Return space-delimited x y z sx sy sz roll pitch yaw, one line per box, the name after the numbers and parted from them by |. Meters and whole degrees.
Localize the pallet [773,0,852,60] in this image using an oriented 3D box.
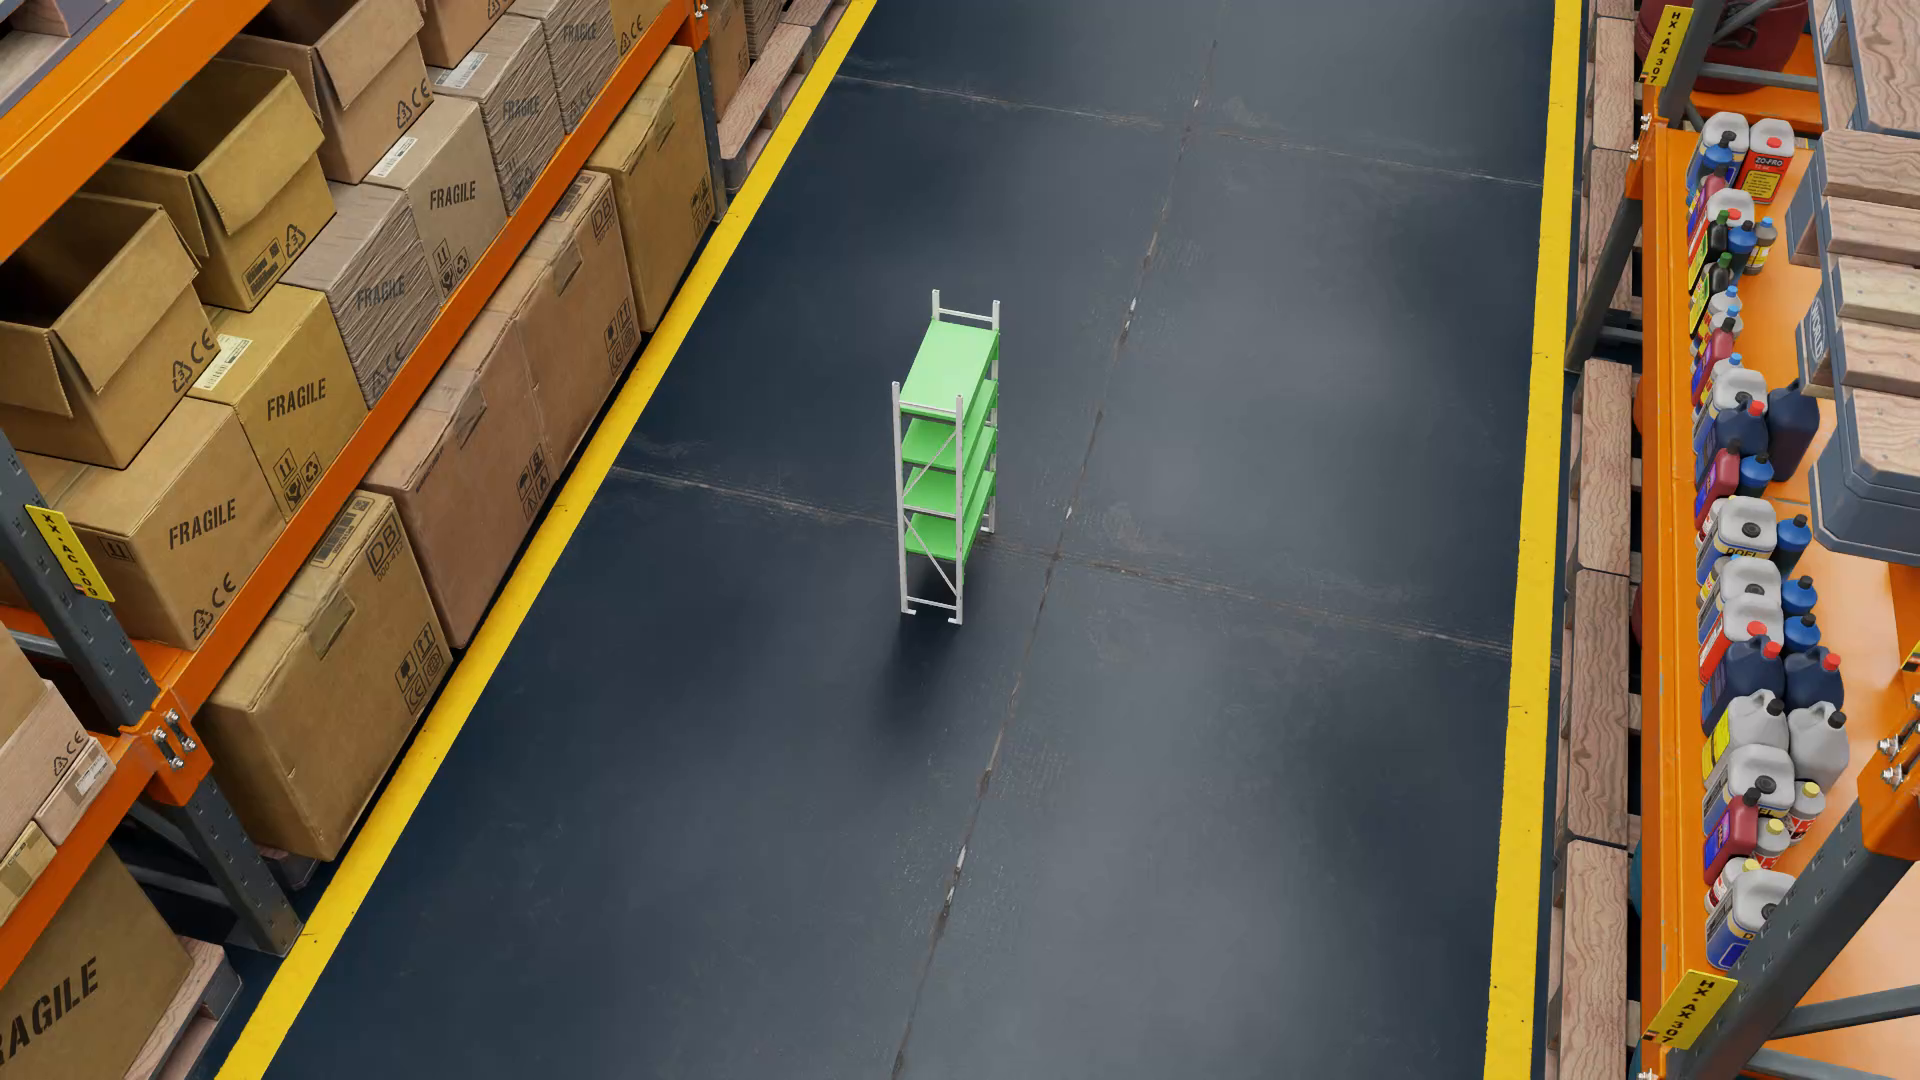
-1.094 -3.175 9.330 1.003 0.211 1.213 12 50 10 | pallet

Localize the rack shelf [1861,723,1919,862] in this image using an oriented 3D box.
1.575 1.909 1.462 1.077 0.370 4.000 12 50 10 | rack shelf

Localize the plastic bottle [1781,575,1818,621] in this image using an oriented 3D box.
2.282 0.196 4.581 0.097 0.271 0.097 0 49 0 | plastic bottle

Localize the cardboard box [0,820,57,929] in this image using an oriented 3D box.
-2.509 0.795 4.134 0.380 0.149 0.250 12 50 11 | cardboard box

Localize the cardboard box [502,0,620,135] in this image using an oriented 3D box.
-1.652 -1.921 6.297 0.500 0.500 0.500 11 50 10 | cardboard box

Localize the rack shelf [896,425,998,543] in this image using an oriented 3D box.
-0.044 -0.235 6.161 0.258 0.148 0.480 12 50 10 | rack shelf

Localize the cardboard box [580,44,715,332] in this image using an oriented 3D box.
-1.826 -1.594 7.212 1.225 0.875 0.875 9 49 8 | cardboard box

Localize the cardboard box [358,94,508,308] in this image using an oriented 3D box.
-1.921 -1.177 5.640 0.500 0.500 0.500 12 50 11 | cardboard box

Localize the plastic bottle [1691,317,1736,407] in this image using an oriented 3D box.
2.380 -0.561 5.241 0.061 0.283 0.133 12 50 10 | plastic bottle

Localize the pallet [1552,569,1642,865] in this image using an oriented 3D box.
2.663 0.705 5.906 1.003 0.211 1.213 12 50 10 | pallet

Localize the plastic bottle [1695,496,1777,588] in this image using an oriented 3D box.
2.218 0.015 4.737 0.152 0.276 0.135 12 50 10 | plastic bottle

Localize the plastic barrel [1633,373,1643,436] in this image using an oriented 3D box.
3.041 -0.740 6.488 0.600 0.830 0.708 12 50 10 | plastic barrel

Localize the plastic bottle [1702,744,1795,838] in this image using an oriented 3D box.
1.989 0.645 4.181 0.152 0.276 0.135 12 50 10 | plastic bottle

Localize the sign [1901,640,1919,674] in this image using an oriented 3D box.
1.571 0.112 2.563 0.100 0.325 0.005 12 50 10 | sign

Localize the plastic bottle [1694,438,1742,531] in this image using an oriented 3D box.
2.235 -0.163 4.890 0.061 0.283 0.133 12 50 10 | plastic bottle

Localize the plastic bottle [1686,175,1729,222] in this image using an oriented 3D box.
2.645 -1.212 5.870 0.097 0.201 0.097 0 49 0 | plastic bottle

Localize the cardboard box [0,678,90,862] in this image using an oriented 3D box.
-2.540 0.562 4.074 0.500 0.250 0.500 11 49 9 | cardboard box

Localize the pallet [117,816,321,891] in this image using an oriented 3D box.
-2.547 0.590 6.008 1.003 0.211 1.213 12 50 10 | pallet

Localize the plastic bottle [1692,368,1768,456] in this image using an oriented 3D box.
2.363 -0.383 5.089 0.152 0.276 0.135 12 50 10 | plastic bottle

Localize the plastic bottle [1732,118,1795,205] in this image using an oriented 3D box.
2.875 -1.356 5.947 0.152 0.276 0.135 12 50 10 | plastic bottle

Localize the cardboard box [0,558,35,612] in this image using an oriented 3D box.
-2.818 -0.185 4.765 0.500 0.500 0.500 12 50 10 | cardboard box

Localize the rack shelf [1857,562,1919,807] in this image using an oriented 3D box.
2.627 -0.984 4.016 1.077 0.370 4.000 12 50 10 | rack shelf

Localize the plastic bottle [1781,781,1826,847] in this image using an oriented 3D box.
2.114 0.681 4.200 0.097 0.201 0.097 0 49 0 | plastic bottle

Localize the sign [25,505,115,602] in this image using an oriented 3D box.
-2.142 0.036 4.006 0.100 0.325 0.005 12 50 10 | sign

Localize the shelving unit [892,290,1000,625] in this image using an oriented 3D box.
-0.044 -0.277 6.113 0.258 1.200 0.503 12 50 10 | shelving unit

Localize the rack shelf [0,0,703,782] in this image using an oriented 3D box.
-2.151 -0.969 6.003 1.077 0.370 4.000 12 50 10 | rack shelf

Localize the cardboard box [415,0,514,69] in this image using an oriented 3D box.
-2.007 -2.022 5.717 0.797 0.503 0.637 13 50 11 | cardboard box

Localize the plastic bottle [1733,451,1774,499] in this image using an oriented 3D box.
2.316 -0.157 4.892 0.097 0.271 0.097 0 49 0 | plastic bottle

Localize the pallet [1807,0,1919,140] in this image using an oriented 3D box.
2.509 -1.120 3.782 1.003 0.211 1.213 12 50 10 | pallet

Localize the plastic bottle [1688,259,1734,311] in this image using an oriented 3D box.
2.514 -0.851 5.552 0.097 0.201 0.097 0 49 0 | plastic bottle

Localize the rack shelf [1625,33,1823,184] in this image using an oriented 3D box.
3.680 -2.885 7.694 1.077 0.370 4.000 12 50 10 | rack shelf

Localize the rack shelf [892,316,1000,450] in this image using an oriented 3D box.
-0.044 -0.553 5.801 0.258 0.148 0.480 12 50 10 | rack shelf

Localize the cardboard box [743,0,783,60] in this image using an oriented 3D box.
-1.334 -2.864 8.570 0.700 0.500 0.500 8 49 7 | cardboard box

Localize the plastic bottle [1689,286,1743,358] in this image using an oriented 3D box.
2.453 -0.708 5.379 0.097 0.271 0.097 0 49 0 | plastic bottle

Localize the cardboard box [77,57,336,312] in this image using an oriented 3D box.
-2.325 -1.083 4.888 0.797 0.503 0.637 12 50 10 | cardboard box

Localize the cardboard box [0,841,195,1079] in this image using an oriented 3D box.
-2.928 1.266 4.688 0.875 0.875 0.875 12 50 10 | cardboard box

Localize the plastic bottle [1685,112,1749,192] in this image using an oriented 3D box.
2.728 -1.386 5.974 0.152 0.276 0.135 12 50 10 | plastic bottle

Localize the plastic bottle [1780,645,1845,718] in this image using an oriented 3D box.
2.215 0.399 4.349 0.144 0.351 0.185 12 50 10 | plastic bottle

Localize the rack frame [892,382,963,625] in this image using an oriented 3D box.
-0.108 -0.101 5.958 0.240 1.200 0.015 12 50 10 | rack frame

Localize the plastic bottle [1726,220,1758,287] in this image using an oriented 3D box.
2.608 -0.959 5.600 0.097 0.271 0.097 0 49 0 | plastic bottle

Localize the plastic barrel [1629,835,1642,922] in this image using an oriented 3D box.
2.447 0.870 5.019 0.600 0.901 0.708 12 50 10 | plastic barrel

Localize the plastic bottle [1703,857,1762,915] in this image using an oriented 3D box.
1.897 0.845 4.055 0.097 0.201 0.097 0 49 0 | plastic bottle

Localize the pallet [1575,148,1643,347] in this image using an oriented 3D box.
3.395 -1.306 7.681 1.003 0.211 1.213 12 50 10 | pallet

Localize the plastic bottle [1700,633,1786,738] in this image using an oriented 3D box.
2.076 0.371 4.374 0.144 0.351 0.185 12 50 10 | plastic bottle

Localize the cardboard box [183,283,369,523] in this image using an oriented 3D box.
-2.184 -0.440 4.990 0.500 0.500 0.500 12 50 10 | cardboard box

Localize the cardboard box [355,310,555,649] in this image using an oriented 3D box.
-2.294 -0.309 6.078 1.225 0.875 0.875 10 49 9 | cardboard box

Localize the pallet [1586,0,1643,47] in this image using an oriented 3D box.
4.037 -3.071 9.238 1.003 0.211 1.213 12 50 10 | pallet

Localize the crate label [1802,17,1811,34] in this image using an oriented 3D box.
3.676 -2.353 6.721 0.502 0.435 0.616 12 50 10 | crate label

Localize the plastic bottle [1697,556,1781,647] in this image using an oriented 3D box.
2.157 0.183 4.589 0.152 0.276 0.135 12 50 10 | plastic bottle

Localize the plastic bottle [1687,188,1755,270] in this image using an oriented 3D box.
2.606 -1.051 5.679 0.152 0.276 0.135 12 50 10 | plastic bottle

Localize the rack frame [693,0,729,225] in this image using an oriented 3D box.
-1.625 -2.653 7.010 1.000 3.000 0.127 12 50 10 | rack frame
